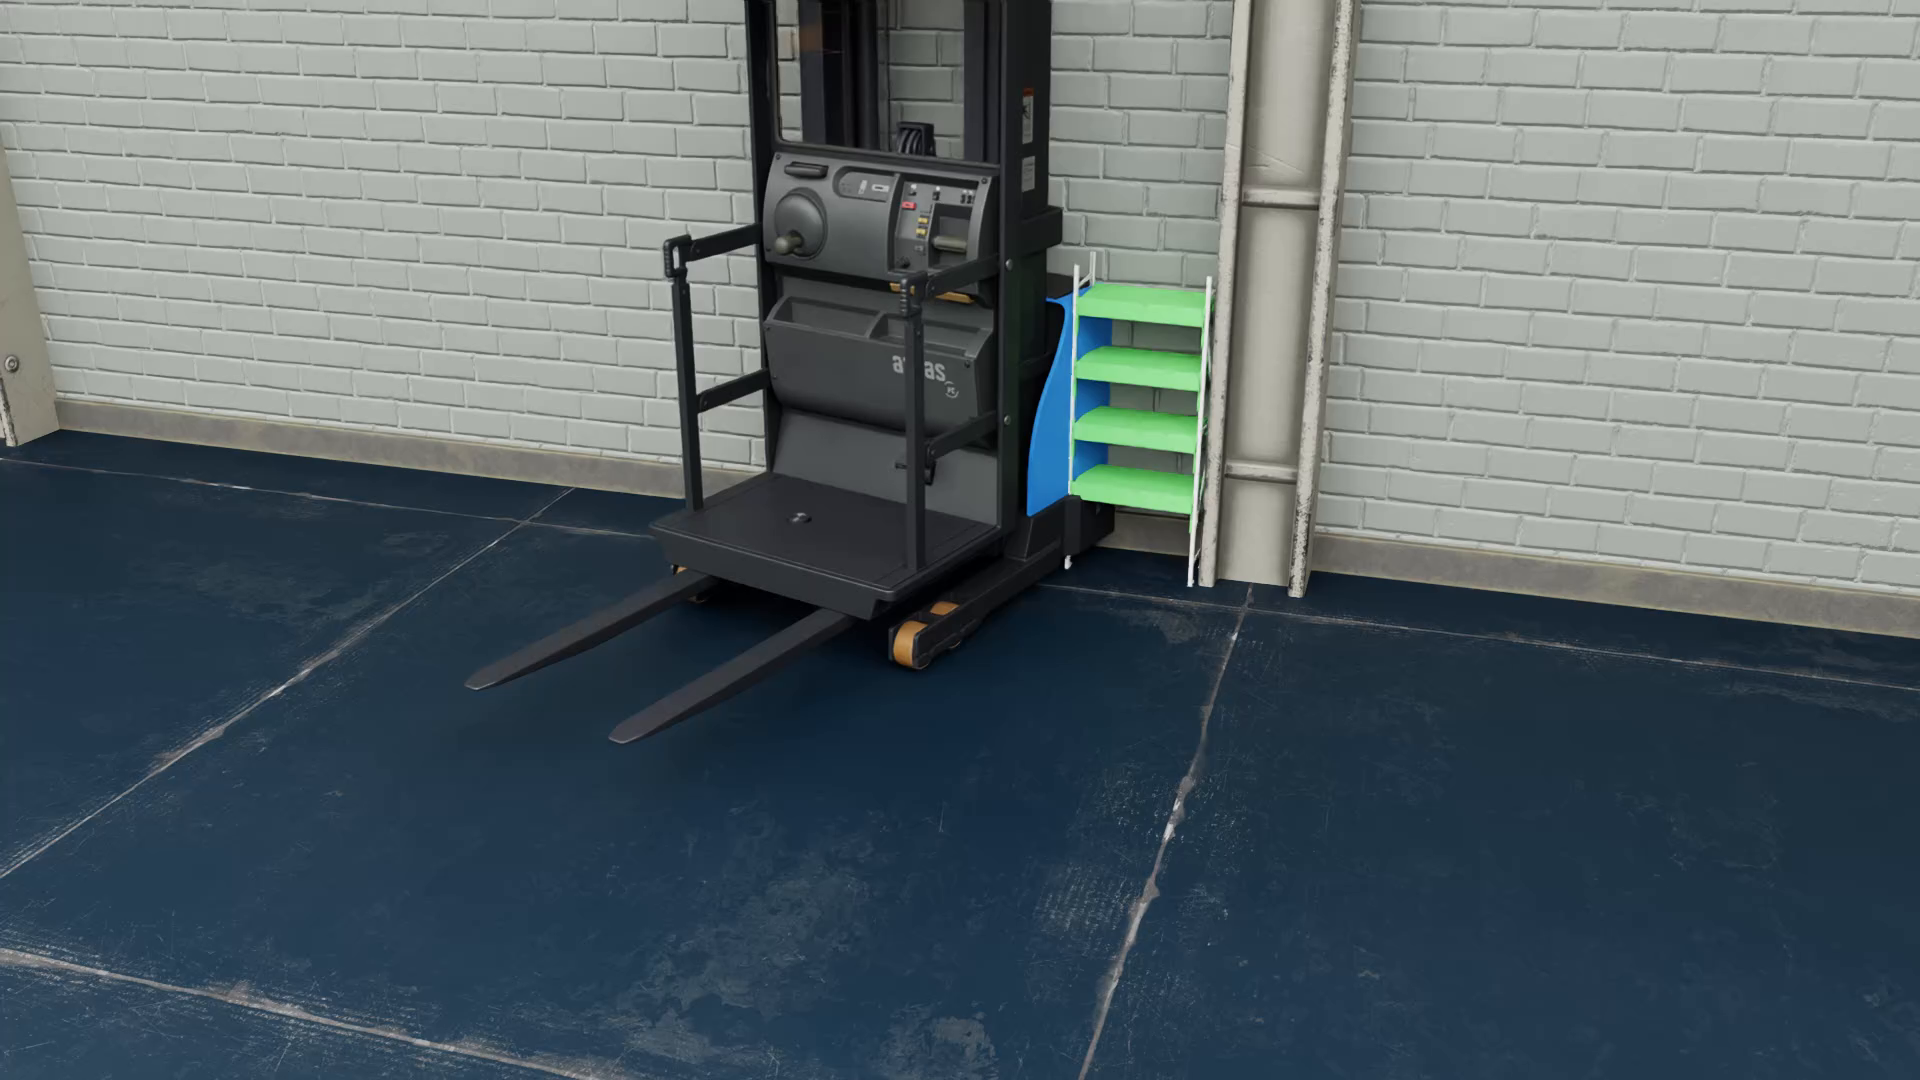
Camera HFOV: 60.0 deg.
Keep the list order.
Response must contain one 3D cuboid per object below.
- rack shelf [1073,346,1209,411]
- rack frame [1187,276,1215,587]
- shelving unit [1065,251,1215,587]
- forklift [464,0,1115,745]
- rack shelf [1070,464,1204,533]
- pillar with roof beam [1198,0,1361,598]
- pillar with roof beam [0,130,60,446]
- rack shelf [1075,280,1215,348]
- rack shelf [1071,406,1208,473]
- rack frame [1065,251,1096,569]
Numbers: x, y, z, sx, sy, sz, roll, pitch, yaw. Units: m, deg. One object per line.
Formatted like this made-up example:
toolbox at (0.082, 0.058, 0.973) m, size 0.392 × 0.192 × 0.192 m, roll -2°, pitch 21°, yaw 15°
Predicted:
rack shelf at (0.689, -0.614, 6.217) m, size 0.480 × 0.148 × 0.258 m, roll 8°, pitch 24°, yaw 18°
rack frame at (0.918, -0.419, 6.208) m, size 0.015 × 1.200 × 0.240 m, roll 8°, pitch 24°, yaw 18°
shelving unit at (0.688, -0.452, 6.285) m, size 0.503 × 1.200 × 0.258 m, roll 8°, pitch 24°, yaw 18°
forklift at (-0.414, -1.117, 5.630) m, size 1.130 × 2.935 × 3.031 m, roll 14°, pitch 26°, yaw 31°
rack shelf at (0.687, -0.171, 6.402) m, size 0.480 × 0.148 × 0.258 m, roll 8°, pitch 24°, yaw 18°
pillar with roof beam at (-0.101, -2.460, 0.910) m, size 0.400 × 9.000 × 9.100 m, roll 7°, pitch 23°, yaw 16°
pillar with roof beam at (-5.845, -3.118, 2.513) m, size 0.400 × 9.000 × 9.100 m, roll 7°, pitch 23°, yaw 16°
rack shelf at (0.690, -0.836, 6.124) m, size 0.480 × 0.148 × 0.258 m, roll 8°, pitch 24°, yaw 18°
rack shelf at (0.688, -0.393, 6.309) m, size 0.480 × 0.148 × 0.258 m, roll 8°, pitch 24°, yaw 18°
rack frame at (0.459, -0.485, 6.361) m, size 0.015 × 1.200 × 0.240 m, roll 8°, pitch 24°, yaw 18°
